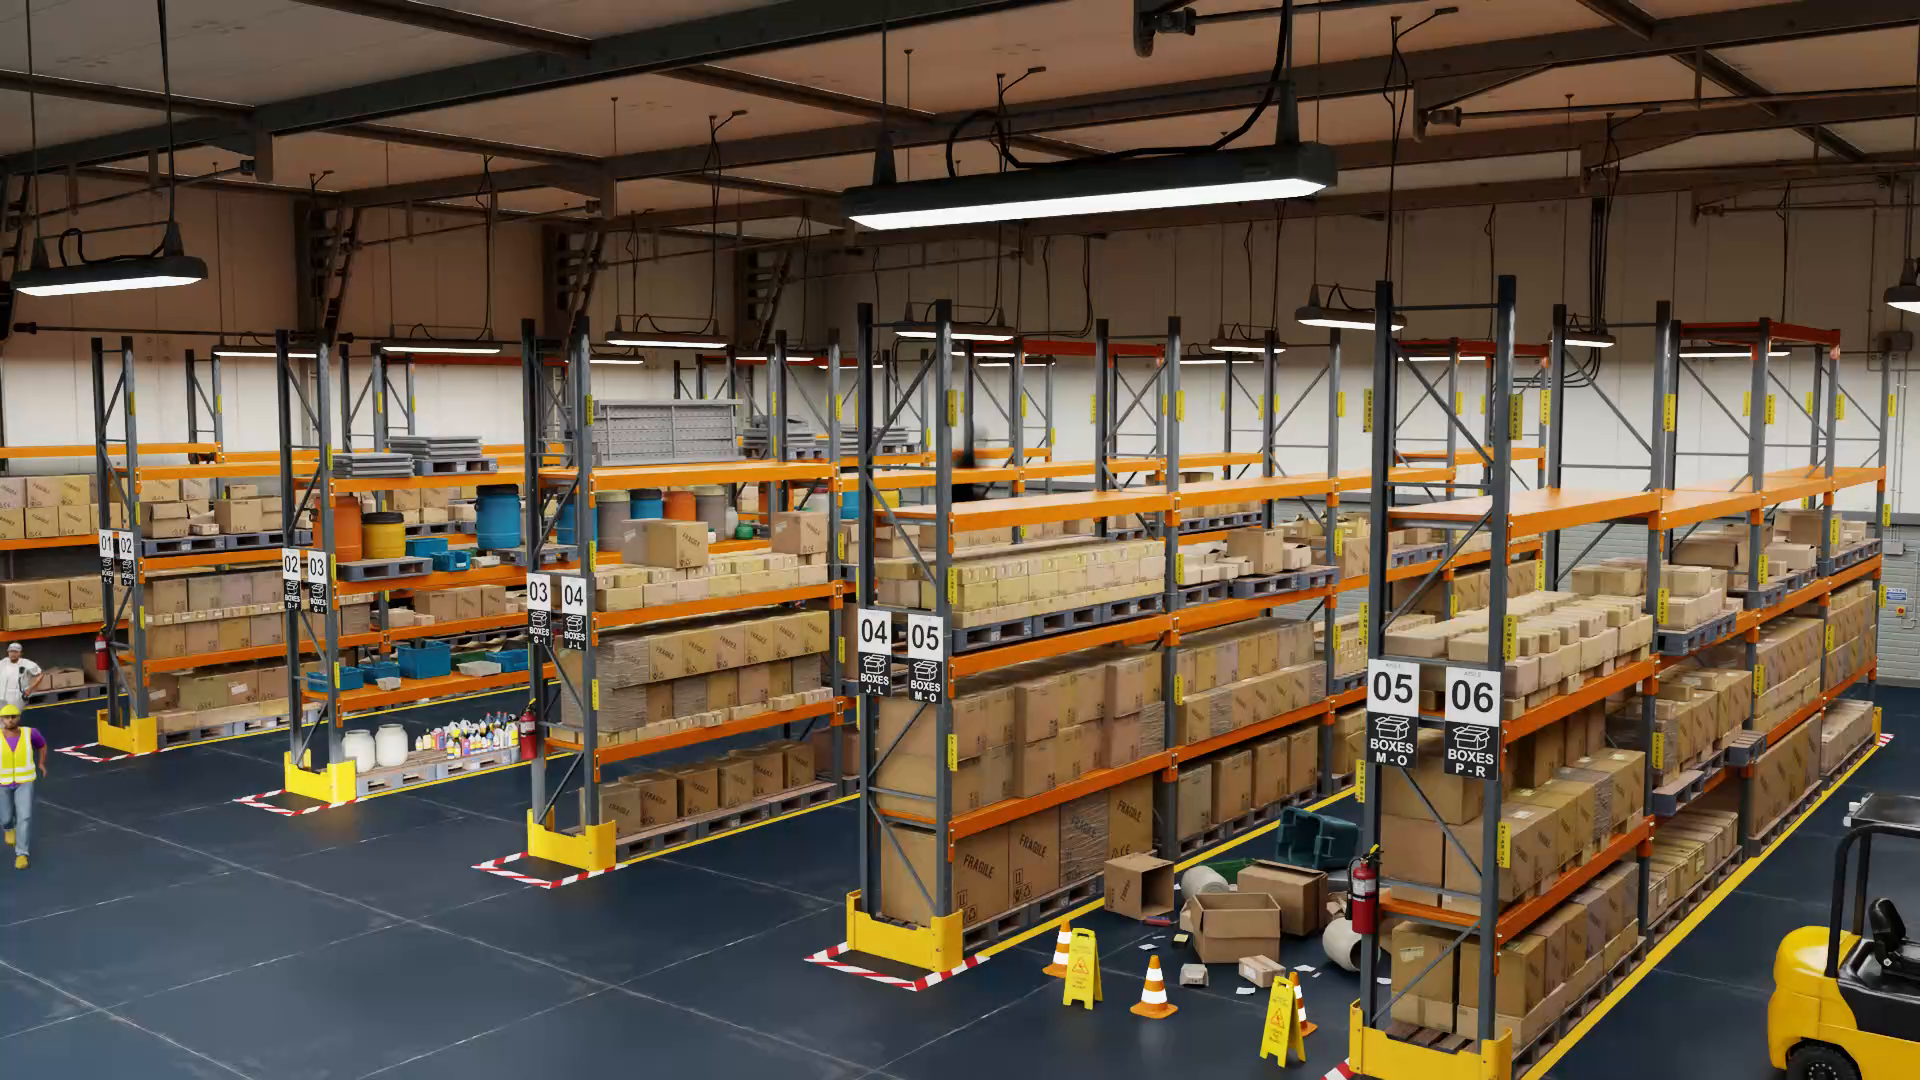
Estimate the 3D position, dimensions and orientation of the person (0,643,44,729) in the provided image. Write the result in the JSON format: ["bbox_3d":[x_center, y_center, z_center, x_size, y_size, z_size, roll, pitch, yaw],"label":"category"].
[{"bbox_3d":[-13.492,2.299,23.745,0.642,1.685,0.740,0,5,4],"label":"person"}]

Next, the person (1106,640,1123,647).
[{"bbox_3d":[2.004,2.034,23.820,0.685,1.606,0.709,3,6,31],"label":"person"}]

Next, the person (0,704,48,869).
[{"bbox_3d":[-10.476,2.688,18.413,0.705,1.761,0.922,-3,6,-31],"label":"person"}]
